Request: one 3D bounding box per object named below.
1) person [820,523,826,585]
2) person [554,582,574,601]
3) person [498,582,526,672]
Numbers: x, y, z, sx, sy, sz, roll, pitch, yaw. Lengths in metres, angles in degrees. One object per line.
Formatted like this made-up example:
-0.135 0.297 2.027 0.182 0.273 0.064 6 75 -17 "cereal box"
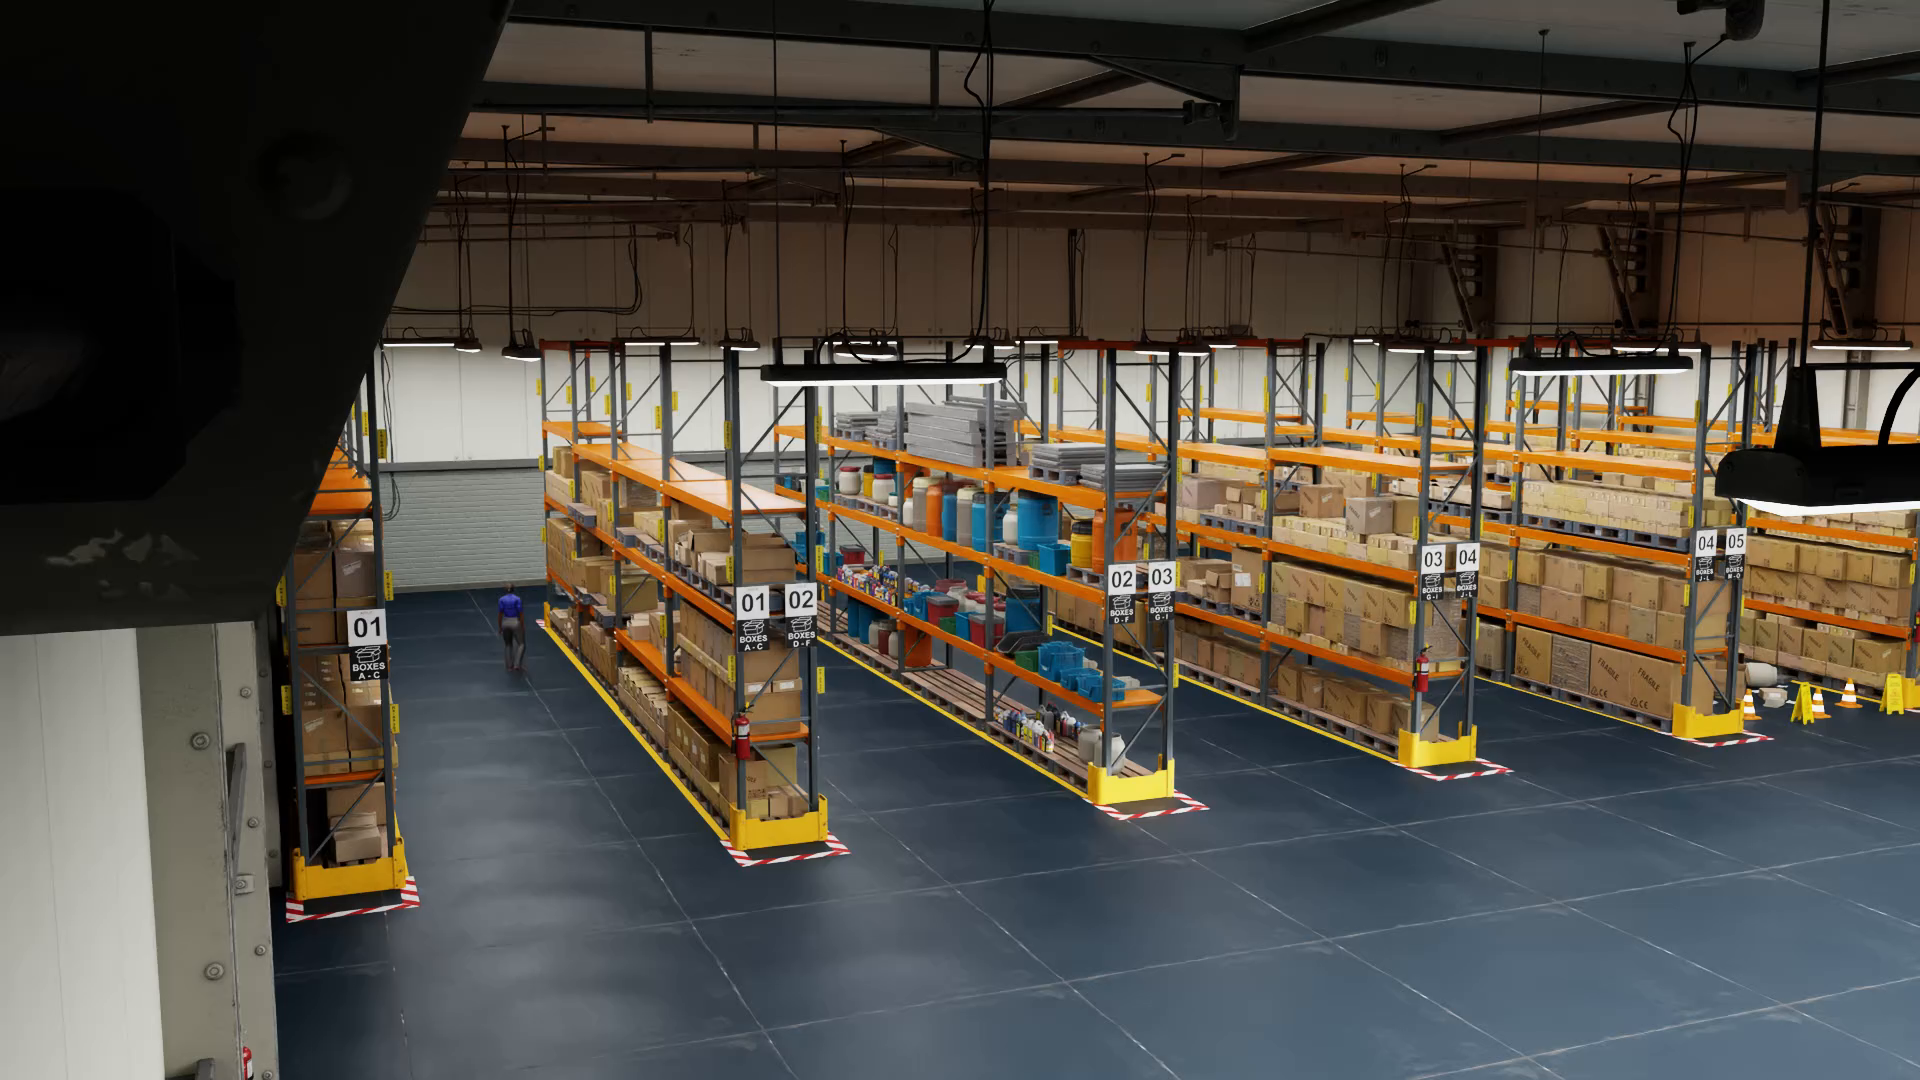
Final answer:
-3.208 0.483 38.000 0.465 1.777 0.522 1 7 4 "person"
-9.047 0.504 38.138 1.125 1.693 0.558 6 10 41 "person"
-8.152 1.590 30.240 0.503 1.655 0.490 0 7 3 "person"
